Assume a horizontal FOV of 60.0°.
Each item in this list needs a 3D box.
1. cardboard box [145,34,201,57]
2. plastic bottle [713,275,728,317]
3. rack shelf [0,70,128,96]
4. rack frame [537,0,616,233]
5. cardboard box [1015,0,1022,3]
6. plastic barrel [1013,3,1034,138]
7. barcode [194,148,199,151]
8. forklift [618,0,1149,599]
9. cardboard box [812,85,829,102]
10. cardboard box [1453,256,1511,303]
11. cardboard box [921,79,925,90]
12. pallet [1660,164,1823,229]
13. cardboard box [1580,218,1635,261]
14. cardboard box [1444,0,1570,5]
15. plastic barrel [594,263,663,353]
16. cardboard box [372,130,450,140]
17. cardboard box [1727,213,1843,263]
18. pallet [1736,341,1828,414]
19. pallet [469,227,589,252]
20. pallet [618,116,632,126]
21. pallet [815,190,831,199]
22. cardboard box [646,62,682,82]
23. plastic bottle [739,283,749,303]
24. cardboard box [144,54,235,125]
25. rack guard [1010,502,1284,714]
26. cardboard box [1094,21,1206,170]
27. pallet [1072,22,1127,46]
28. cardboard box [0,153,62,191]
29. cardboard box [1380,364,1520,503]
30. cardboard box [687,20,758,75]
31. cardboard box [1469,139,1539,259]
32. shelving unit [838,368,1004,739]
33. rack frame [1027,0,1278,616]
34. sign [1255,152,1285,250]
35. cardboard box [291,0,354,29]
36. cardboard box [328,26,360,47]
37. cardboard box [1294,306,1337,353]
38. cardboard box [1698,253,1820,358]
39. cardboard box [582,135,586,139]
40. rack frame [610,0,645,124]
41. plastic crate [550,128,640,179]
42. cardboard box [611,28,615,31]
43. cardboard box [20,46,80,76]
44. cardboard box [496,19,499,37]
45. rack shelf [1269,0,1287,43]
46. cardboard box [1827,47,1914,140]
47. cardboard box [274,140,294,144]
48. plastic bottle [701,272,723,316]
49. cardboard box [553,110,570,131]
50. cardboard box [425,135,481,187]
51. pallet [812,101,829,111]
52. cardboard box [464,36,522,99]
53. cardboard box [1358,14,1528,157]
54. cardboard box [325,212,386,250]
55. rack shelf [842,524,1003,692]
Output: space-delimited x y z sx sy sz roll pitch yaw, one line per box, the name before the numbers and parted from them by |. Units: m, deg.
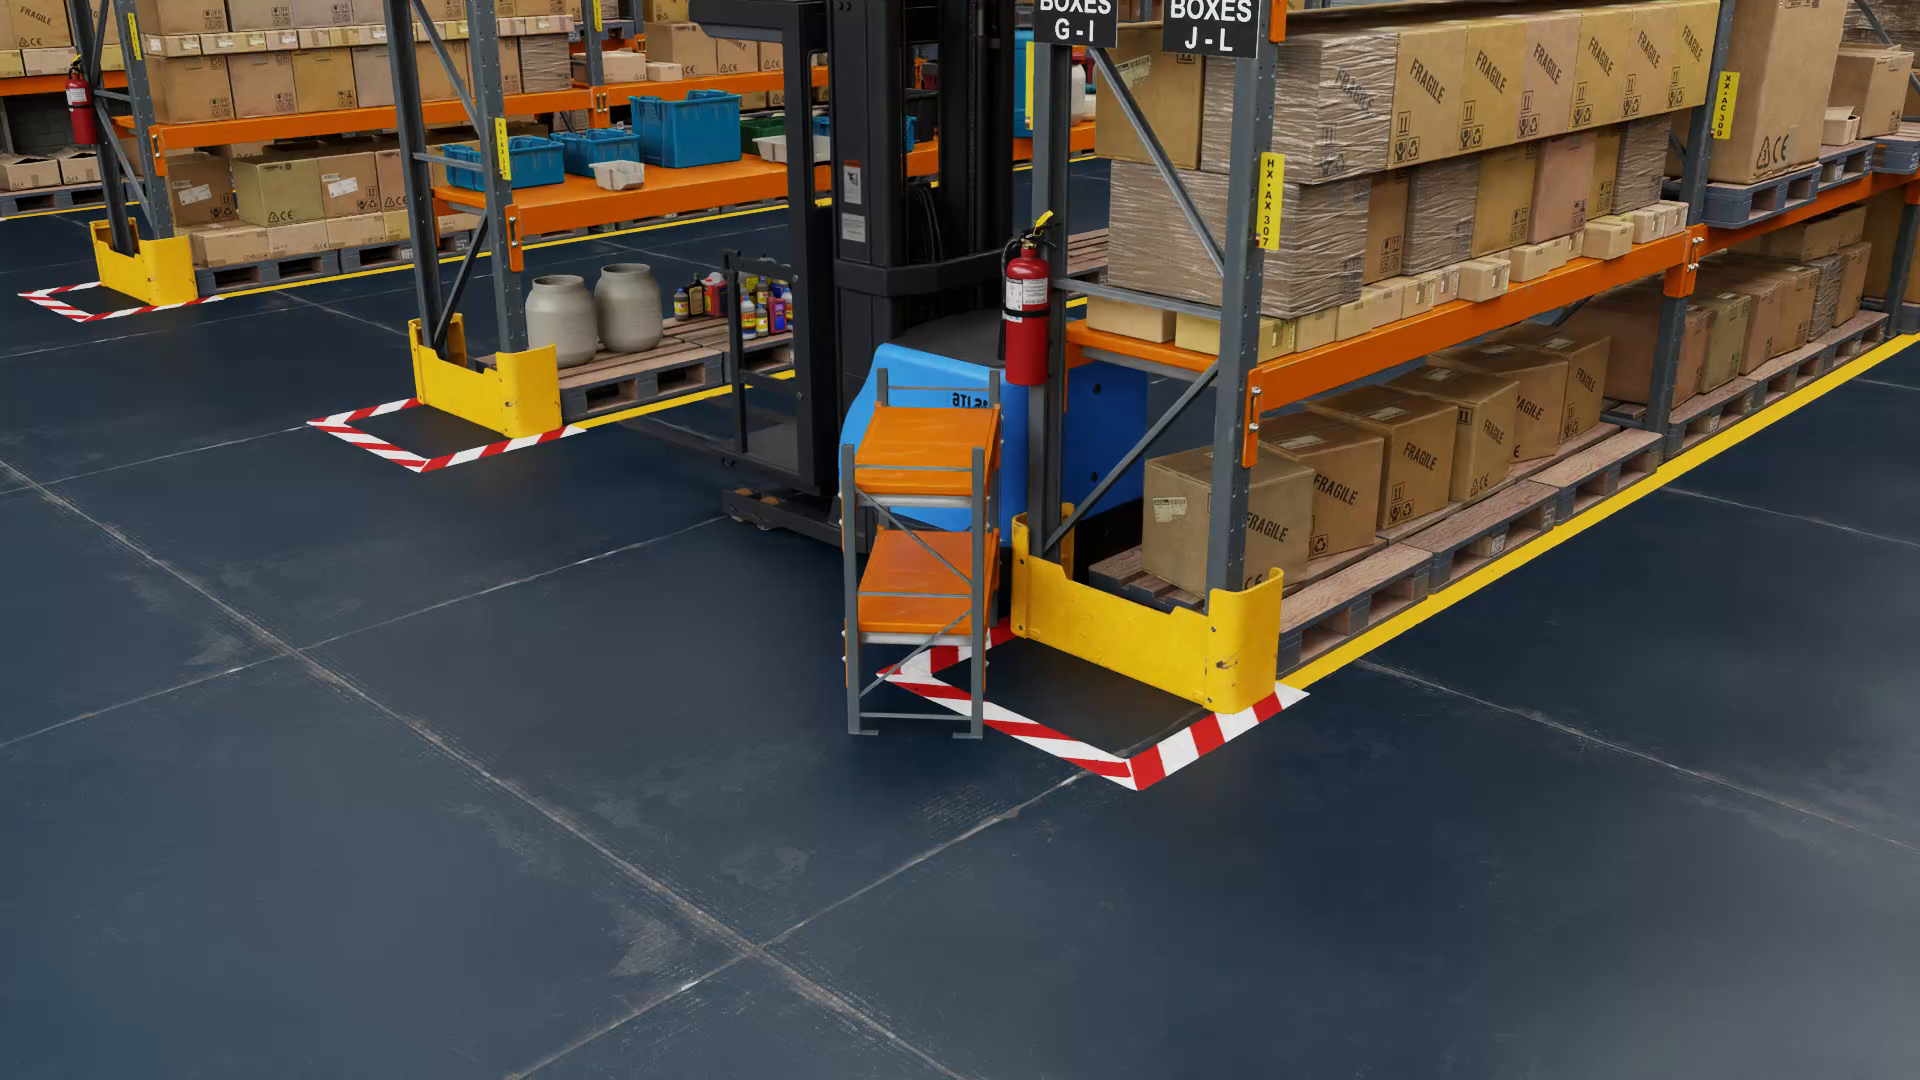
cardboard box | -5.993 -3.773 12.665 0.380 0.149 0.250 19 28 40
plastic bottle | -1.636 -1.686 11.453 0.061 0.283 0.133 19 28 41
rack shelf | -8.578 -4.793 17.367 1.077 0.370 4.000 19 28 41
rack frame | -3.631 -4.404 15.353 1.000 3.000 0.127 19 28 41
cardboard box | 0.293 -6.053 18.916 0.500 0.500 0.700 -14 25 -32
plastic barrel | 0.402 -3.421 12.096 0.600 0.901 0.708 19 28 41
barcode | -8.323 -4.232 18.109 0.001 0.075 0.075 19 28 41
forklift | -0.548 -1.534 7.979 3.031 2.935 1.130 18 28 39
cardboard box | -1.962 -6.693 23.717 0.750 0.750 0.750 20 28 41
cardboard box | 2.159 -1.153 7.245 0.380 0.149 0.250 19 28 41
cardboard box | -0.320 -5.136 19.082 0.500 0.250 0.500 -19 28 -40
pallet | 4.101 -1.995 9.350 1.003 0.211 1.213 19 28 41
cardboard box | 3.031 -1.475 8.081 0.380 0.149 0.250 19 28 41
cardboard box | 2.620 -2.395 8.178 0.500 0.500 0.500 19 28 41
plastic barrel | -2.121 -1.487 10.646 0.421 0.512 0.421 0 21 0
cardboard box | -4.876 -3.369 14.861 0.500 0.500 0.500 19 28 41
cardboard box | 5.446 -2.022 10.981 0.500 0.250 0.500 -16 26 -36
pallet | 4.857 -1.138 10.741 1.003 0.211 1.213 19 28 41
pallet | -4.216 -2.909 15.348 1.003 0.211 1.213 19 28 41
pallet | -3.788 -5.554 22.229 1.003 0.211 1.213 19 28 41
pallet | -1.443 -3.929 18.003 1.003 0.211 1.213 19 28 41
cardboard box | -2.866 -4.464 15.857 0.380 0.149 0.250 19 28 41
plastic bottle | -1.513 -1.684 11.561 0.097 0.201 0.097 0 21 0
cardboard box | -6.087 -3.540 12.963 0.700 0.500 0.500 19 28 41
rack guard | 0.727 0.251 6.724 1.175 0.500 0.348 19 28 41
cardboard box | 0.880 -1.751 6.502 0.500 0.500 0.500 19 28 41
pallet | 1.314 -6.193 20.274 1.003 0.211 1.213 19 28 41
cardboard box | -9.426 -3.721 16.708 0.500 0.311 0.500 15 26 35
cardboard box | 2.385 -0.532 8.177 0.500 0.500 0.500 16 26 36
cardboard box | -2.367 -4.909 16.525 0.500 0.500 0.500 19 28 41
cardboard box | 2.077 -1.618 7.549 0.875 0.500 0.500 19 28 41
shelving unit | -0.126 0.018 6.459 0.538 1.125 1.048 2 21 4
rack frame | 0.674 -0.896 6.224 1.000 3.000 0.127 19 28 41
sign | 1.063 -1.164 5.716 0.100 0.325 0.005 19 28 41
cardboard box | -5.336 -4.425 13.459 0.700 0.500 0.500 19 28 41
cardboard box | -5.096 -4.104 13.528 0.380 0.149 0.250 19 28 40
cardboard box | 1.231 -0.852 6.460 0.380 0.149 0.250 19 28 41
cardboard box | 5.033 -1.520 10.720 0.500 0.500 0.700 -17 27 -38
cardboard box | -3.554 -3.755 16.128 0.500 0.311 0.500 19 28 41
rack frame | -4.392 -6.671 21.251 1.000 3.000 0.127 19 28 41
plastic crate | -2.283 -2.435 10.436 0.499 0.251 0.408 19 28 41
cardboard box | -4.349 -6.711 21.677 0.250 0.149 0.380 -20 28 -41
cardboard box | -9.053 -4.737 16.400 0.500 0.250 0.500 18 28 39
cardboard box | -4.205 -4.432 14.380 0.380 0.149 0.250 19 28 41
rack shelf | 2.069 -2.474 7.153 1.077 0.370 4.000 19 28 41
cardboard box | 5.589 -2.878 10.656 0.500 0.500 0.700 -15 26 -34
cardboard box | -7.535 -4.381 18.628 0.380 0.166 0.250 15 26 34
plastic bottle | -1.713 -1.709 11.524 0.152 0.276 0.135 20 28 41
cardboard box | -5.300 -5.409 20.836 0.700 0.500 0.500 19 28 41
cardboard box | -4.501 -3.238 14.520 0.500 0.500 0.500 19 28 41
pallet | -2.086 -6.181 23.861 1.003 0.211 1.213 19 28 41
cardboard box | -4.299 -4.198 14.677 0.700 0.500 0.500 19 28 40
cardboard box | 1.954 -1.877 6.829 0.500 0.500 0.500 19 28 41
cardboard box | -5.193 -2.629 13.980 0.500 0.250 0.500 19 28 41
rack shelf | -0.126 0.246 6.547 0.538 0.278 1.000 2 21 4
